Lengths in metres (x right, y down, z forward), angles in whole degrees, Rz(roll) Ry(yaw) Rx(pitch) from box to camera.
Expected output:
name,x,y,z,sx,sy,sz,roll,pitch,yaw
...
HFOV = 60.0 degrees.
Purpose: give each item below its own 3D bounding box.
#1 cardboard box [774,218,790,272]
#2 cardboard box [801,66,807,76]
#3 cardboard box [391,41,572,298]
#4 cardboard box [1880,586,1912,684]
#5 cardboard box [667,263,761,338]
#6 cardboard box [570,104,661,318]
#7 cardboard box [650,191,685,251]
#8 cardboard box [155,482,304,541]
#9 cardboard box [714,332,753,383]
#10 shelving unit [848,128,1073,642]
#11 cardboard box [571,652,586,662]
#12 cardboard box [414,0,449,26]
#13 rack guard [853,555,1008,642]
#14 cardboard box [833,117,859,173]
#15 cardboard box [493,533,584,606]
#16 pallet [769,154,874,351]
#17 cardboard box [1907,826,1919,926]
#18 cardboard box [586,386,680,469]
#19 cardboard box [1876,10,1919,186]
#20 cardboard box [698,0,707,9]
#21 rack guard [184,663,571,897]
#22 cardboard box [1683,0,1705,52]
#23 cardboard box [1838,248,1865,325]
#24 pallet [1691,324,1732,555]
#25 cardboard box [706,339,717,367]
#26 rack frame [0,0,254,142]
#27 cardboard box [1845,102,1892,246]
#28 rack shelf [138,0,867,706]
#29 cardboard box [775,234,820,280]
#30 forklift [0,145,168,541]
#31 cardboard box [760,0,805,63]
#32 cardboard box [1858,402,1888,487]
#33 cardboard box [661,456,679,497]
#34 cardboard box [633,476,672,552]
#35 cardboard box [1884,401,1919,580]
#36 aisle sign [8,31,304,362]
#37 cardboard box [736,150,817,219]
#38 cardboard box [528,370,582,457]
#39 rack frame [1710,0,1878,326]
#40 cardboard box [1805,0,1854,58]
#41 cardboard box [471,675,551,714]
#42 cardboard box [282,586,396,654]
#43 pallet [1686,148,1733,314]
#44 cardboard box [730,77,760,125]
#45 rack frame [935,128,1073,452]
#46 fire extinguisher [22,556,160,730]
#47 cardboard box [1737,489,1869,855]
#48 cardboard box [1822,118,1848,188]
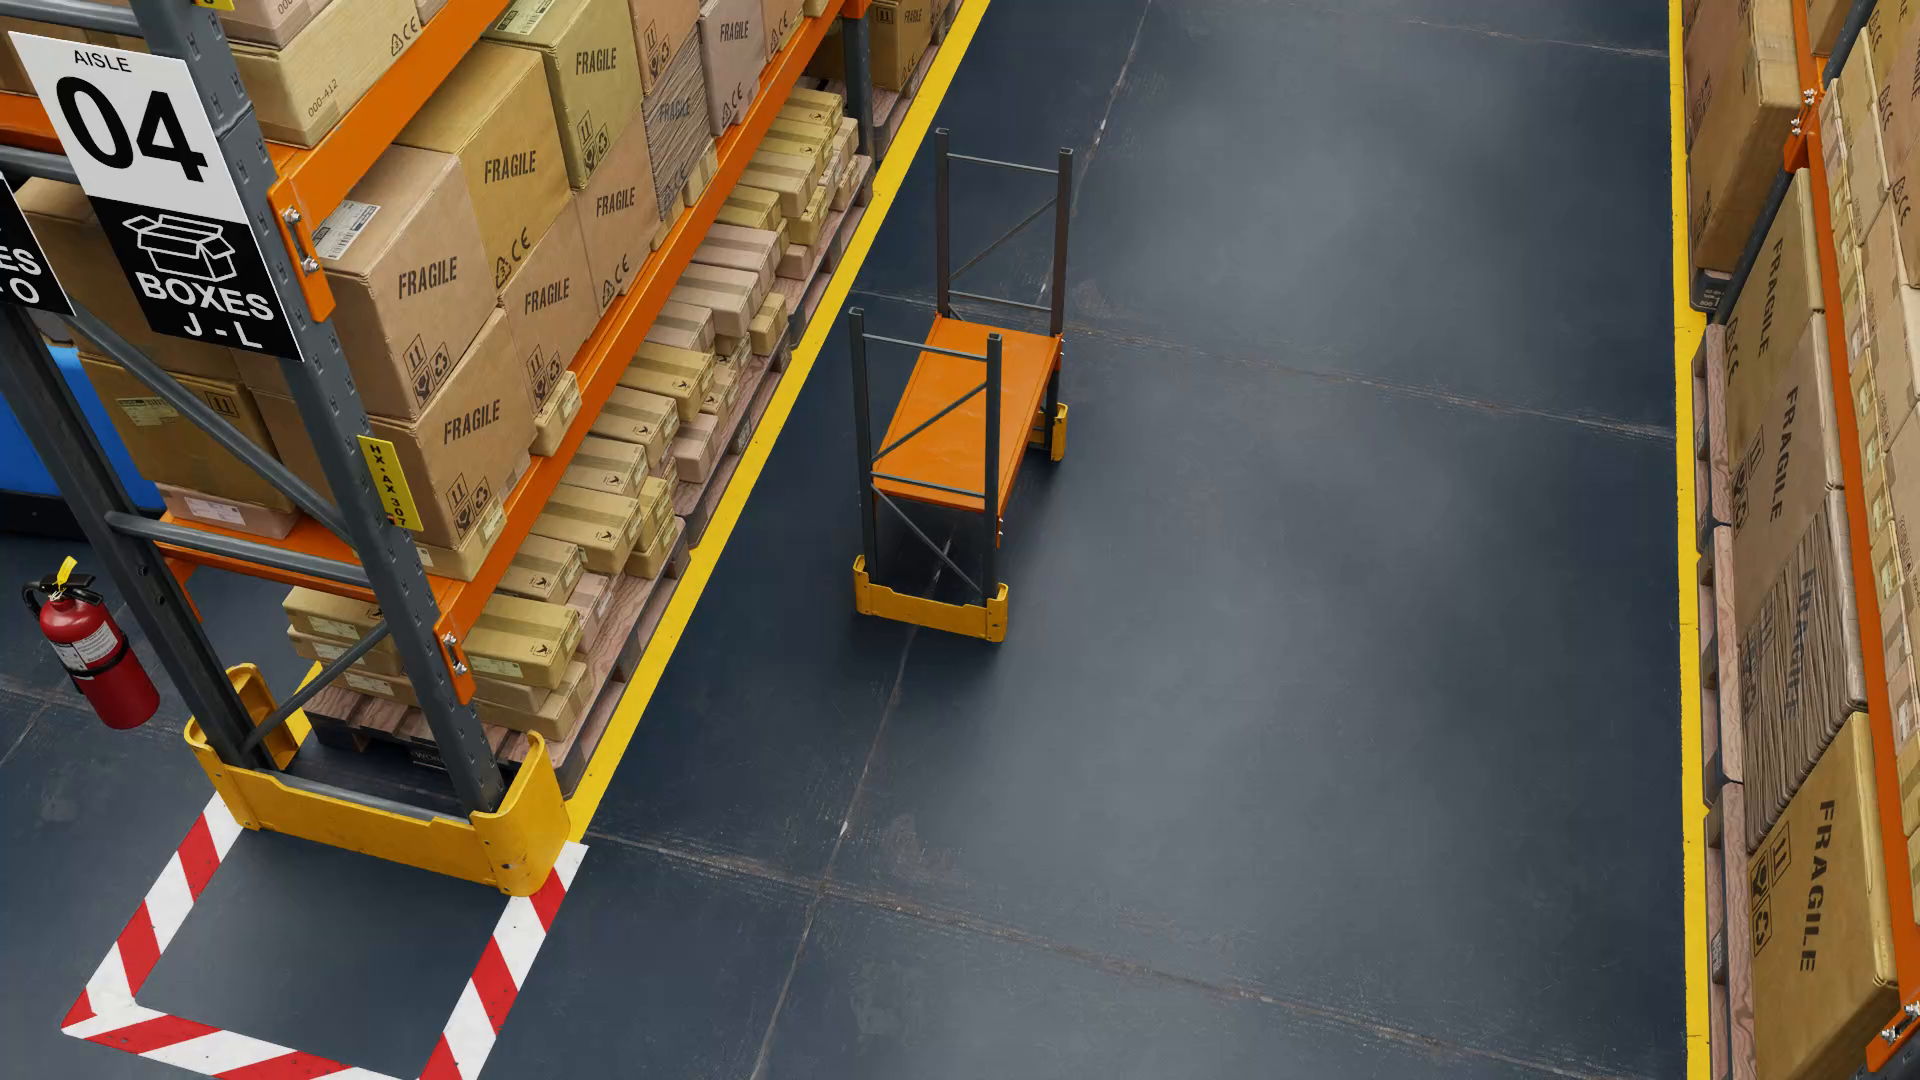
name,x,y,z,sx,sy,sz,roll,pitch,yaw
cardboard box,-0.965,-1.300,7.239,0.380,0.149,0.250,12,50,10
cardboard box,-0.964,-2.751,8.484,0.500,0.500,0.500,11,49,9
cardboard box,-1.467,-1.062,4.674,0.500,0.500,0.500,13,50,11
cardboard box,2.767,0.300,4.571,0.380,0.149,0.250,12,50,11
cardboard box,-1.030,-0.980,6.758,0.380,0.149,0.250,10,49,9
cardboard box,-1.326,-1.107,5.380,0.500,0.500,0.500,12,50,11
cardboard box,-1.205,-1.186,5.883,0.380,0.149,0.250,13,50,11
cardboard box,-2.155,-0.170,4.985,0.380,0.149,0.250,12,50,10
cardboard box,-1.096,-0.775,6.974,0.380,0.149,0.250,12,50,11
shelving unit,0.020,-0.551,6.155,0.587,1.500,1.083,12,50,10
cardboard box,-1.532,0.322,6.005,0.380,0.149,0.250,11,50,10
cardboard box,-1.461,-1.558,4.143,0.500,0.250,0.500,13,50,11
rack guard,-0.111,0.222,6.306,0.587,0.250,0.087,12,50,10
cardboard box,-0.692,-1.858,7.731,0.380,0.149,0.250,12,50,11
cardboard box,-1.546,0.111,5.795,0.380,0.149,0.250,12,50,11
pallet,-1.058,-1.439,7.798,1.003,0.211,1.213,12,50,10
cardboard box,2.566,0.851,4.084,0.380,0.149,0.250,12,50,11
cardboard box,-1.289,-0.440,6.281,0.380,0.149,0.250,13,50,12
cardboard box,3.333,-1.449,5.348,0.500,0.500,0.500,12,50,10
cardboard box,-1.058,-2.181,5.661,0.500,0.500,0.500,13,50,11
rack guard,-1.948,0.811,5.620,1.175,0.500,0.348,12,50,10
cardboard box,4.452,-2.993,8.447,1.225,0.875,0.875,12,50,10
cardboard box,3.172,-0.815,5.555,0.380,0.149,0.250,11,49,10
pallet,3.567,-0.345,6.833,1.003,0.211,1.213,12,50,10
cardboard box,-1.215,-0.738,6.742,0.380,0.149,0.250,14,50,12
rack frame,-1.968,-1.946,2.385,1.000,3.000,0.127,12,50,10
cardboard box,3.331,-1.204,5.633,0.500,0.250,0.500,11,50,10
rack shelf,-1.442,-1.170,6.180,1.077,0.370,4.000,12,50,10
cardboard box,-0.846,-1.324,7.458,0.380,0.149,0.250,10,49,9
forklift,-3.220,-2.043,6.517,1.130,2.935,3.031,7,49,6
cardboard box,-0.908,-2.205,6.349,0.500,0.500,0.500,10,49,9
cardboard box,2.969,-0.254,5.060,0.380,0.149,0.250,12,50,11
cardboard box,-1.325,-0.226,6.489,0.380,0.149,0.250,12,50,10
cardboard box,-1.305,-0.129,6.205,0.380,0.149,0.250,13,50,11
cardboard box,2.929,-0.096,4.655,0.500,0.250,0.500,10,49,9
aisle sign,-1.698,-0.709,3.560,0.394,0.787,0.004,12,50,10
cardboard box,-0.846,-1.564,7.273,0.380,0.149,0.250,11,50,10
cardboard box,-1.417,-0.424,5.210,0.380,0.149,0.250,10,49,9
rack frame,3.843,-1.803,6.259,1.000,3.000,0.127,12,50,10
cardboard box,3.703,-2.228,6.568,0.500,0.500,0.500,12,50,10
cardboard box,-1.583,0.416,5.724,0.380,0.149,0.250,13,50,12
cardboard box,-2.073,0.213,5.704,0.380,0.149,0.250,12,50,10
pallet,3.973,-1.453,7.810,1.003,0.211,1.213,12,50,10
cardboard box,-0.990,-1.745,6.376,0.380,0.149,0.250,10,49,8
rack frame,0.156,-0.926,6.486,0.500,1.500,0.032,12,50,10
fire extinguisher,-2.480,0.279,4.722,0.296,0.674,0.183,12,50,10
cardboard box,3.121,0.518,5.348,0.875,0.875,0.875,12,50,10
cardboard box,3.375,-1.381,6.055,0.380,0.149,0.250,10,49,9
